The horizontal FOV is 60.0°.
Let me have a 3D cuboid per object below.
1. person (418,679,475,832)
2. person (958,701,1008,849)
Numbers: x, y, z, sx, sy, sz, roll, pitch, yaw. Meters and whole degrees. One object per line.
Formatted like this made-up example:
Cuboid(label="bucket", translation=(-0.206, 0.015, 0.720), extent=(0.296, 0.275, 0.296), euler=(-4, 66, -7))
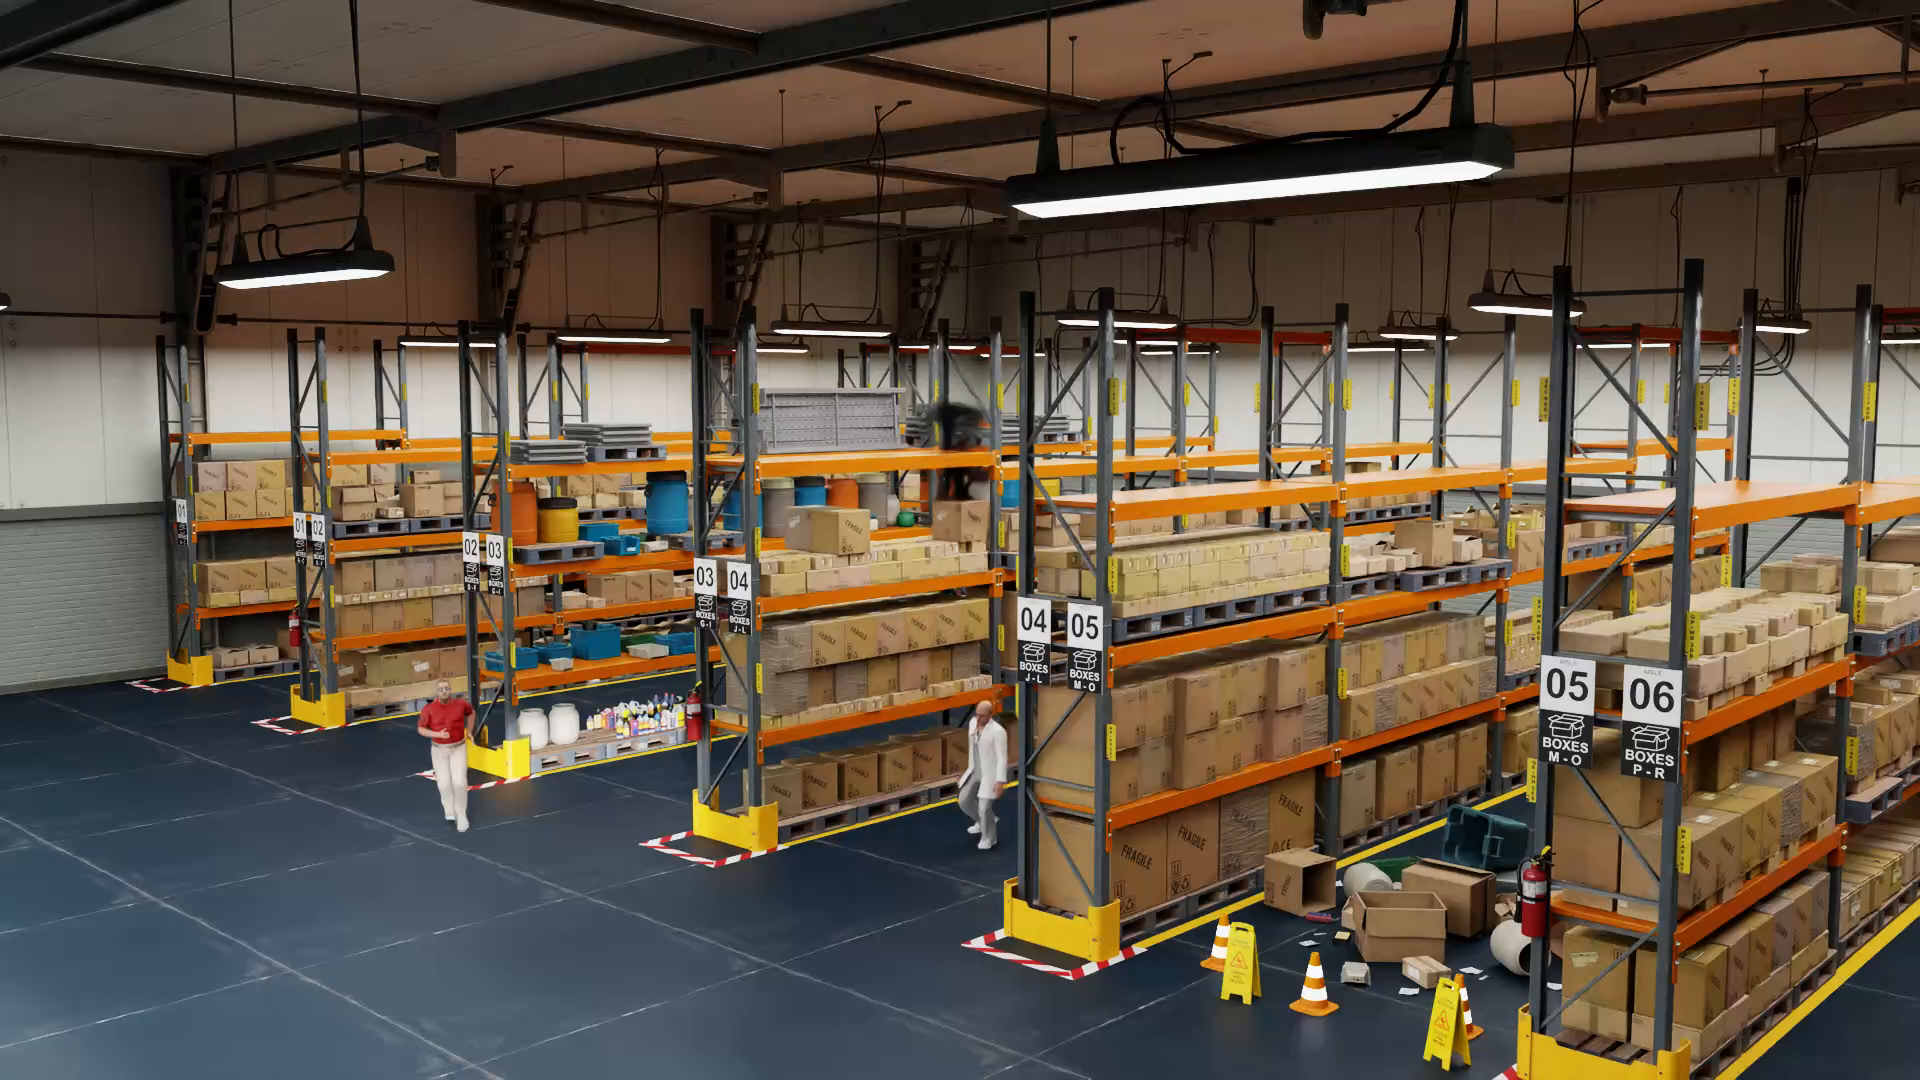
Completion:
Cuboid(label="person", translation=(-5.979, 2.495, 19.368), extent=(0.610, 1.759, 0.737), euler=(-1, 6, -13))
Cuboid(label="person", translation=(0.324, 2.641, 18.435), extent=(0.824, 1.564, 0.638), euler=(5, 7, 43))
